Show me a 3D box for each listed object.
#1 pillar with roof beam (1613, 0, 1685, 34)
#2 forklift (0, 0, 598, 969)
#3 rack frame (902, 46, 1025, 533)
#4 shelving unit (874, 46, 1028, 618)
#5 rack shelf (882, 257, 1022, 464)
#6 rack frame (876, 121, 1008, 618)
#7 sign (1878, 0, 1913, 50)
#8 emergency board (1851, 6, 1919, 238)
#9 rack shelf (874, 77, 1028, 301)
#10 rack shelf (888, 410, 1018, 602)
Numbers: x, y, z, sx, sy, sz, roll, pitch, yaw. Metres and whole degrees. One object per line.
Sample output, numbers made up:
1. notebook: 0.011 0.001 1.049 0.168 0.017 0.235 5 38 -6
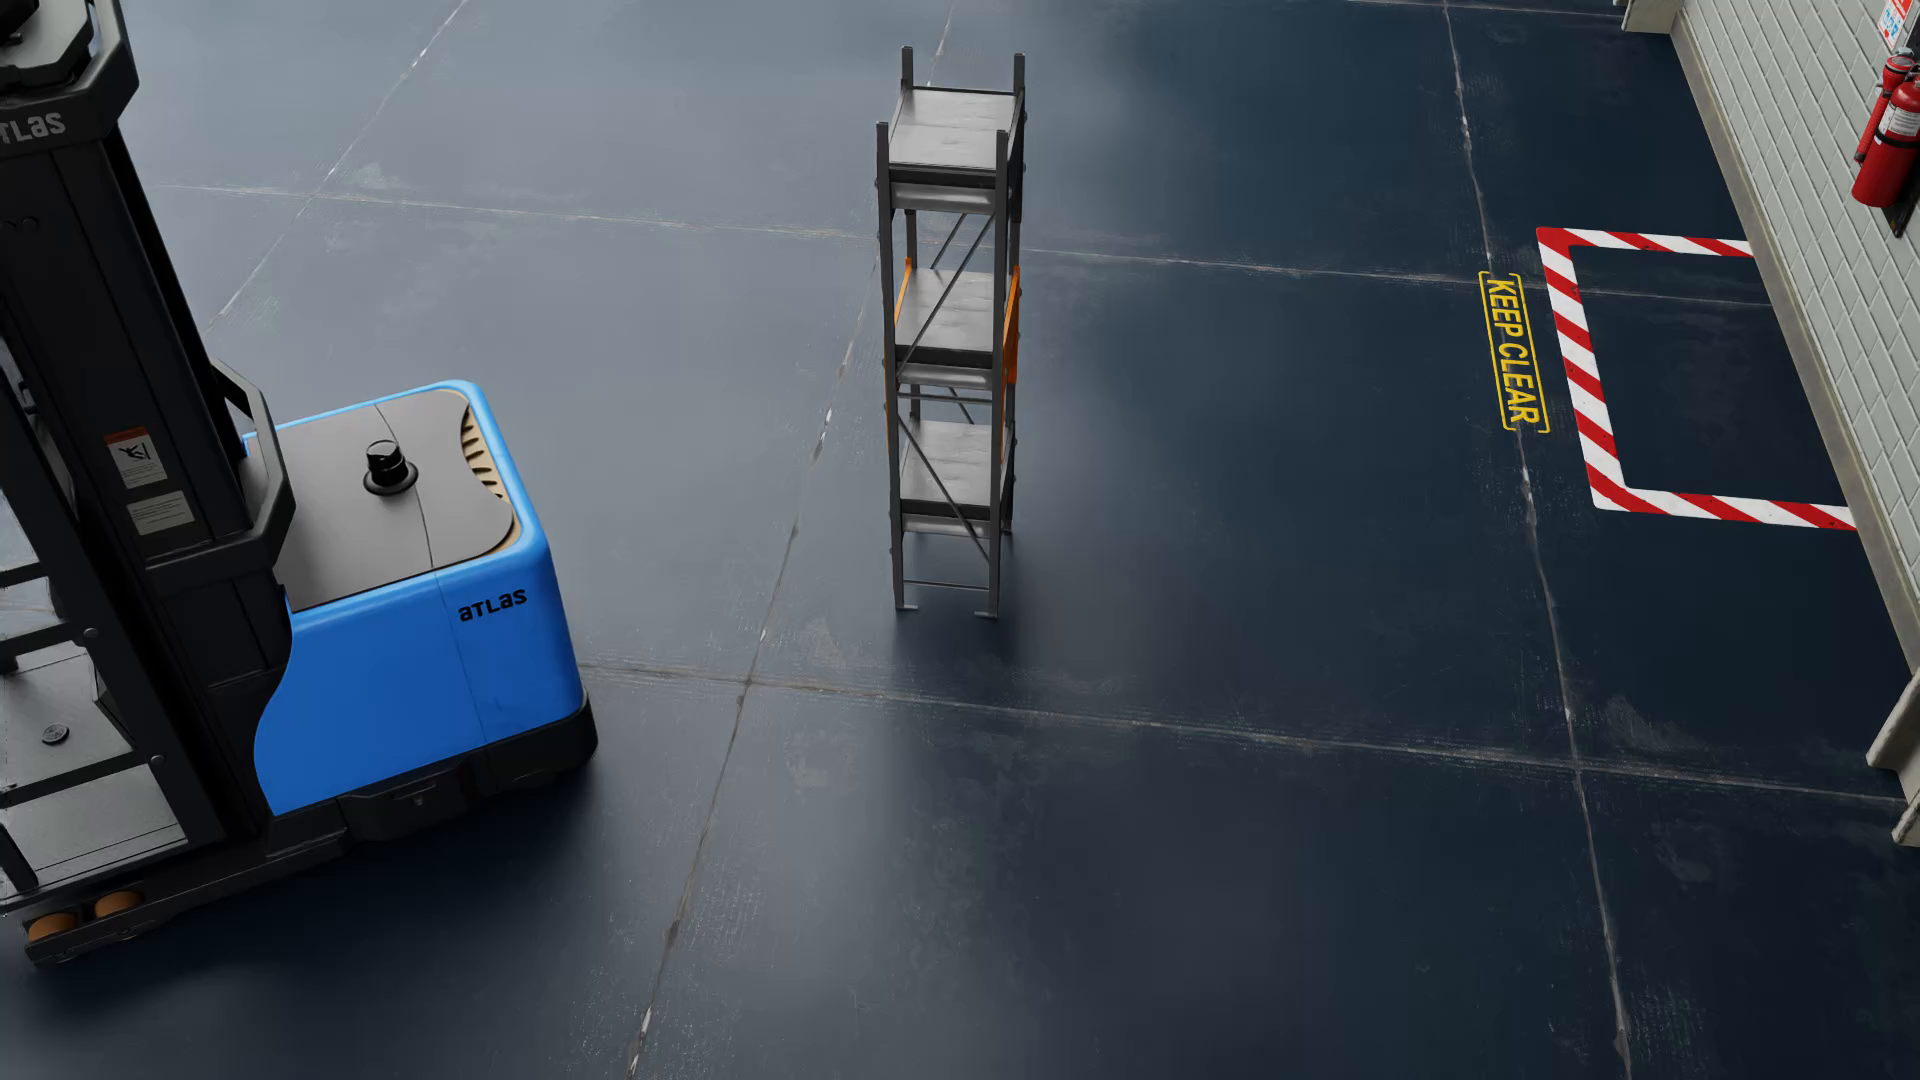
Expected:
1. pillar with roof beam: -0.112 -6.834 7.423 9.100 9.000 0.400 5 44 6
2. forklift: -2.838 -0.129 4.755 3.031 2.935 1.130 -18 46 -18
3. rack frame: 0.010 -0.816 6.085 0.400 2.100 0.015 5 44 6
4. shelving unit: -0.022 -0.650 5.909 0.431 2.100 0.503 5 44 6
5. rack shelf: -0.022 -0.640 5.918 0.431 0.518 0.480 5 44 6
6. rack frame: -0.054 -0.483 5.733 0.400 2.100 0.015 5 44 6
7. sign: 3.902 -2.237 6.904 0.001 0.329 0.234 5 44 6
8. emergency board: 3.727 -1.856 6.529 0.194 1.169 0.643 5 44 6
9. rack shelf: -0.022 -1.148 5.437 0.431 0.518 0.480 5 44 6
10. rack shelf: -0.022 -0.131 6.400 0.431 0.518 0.480 5 44 6
